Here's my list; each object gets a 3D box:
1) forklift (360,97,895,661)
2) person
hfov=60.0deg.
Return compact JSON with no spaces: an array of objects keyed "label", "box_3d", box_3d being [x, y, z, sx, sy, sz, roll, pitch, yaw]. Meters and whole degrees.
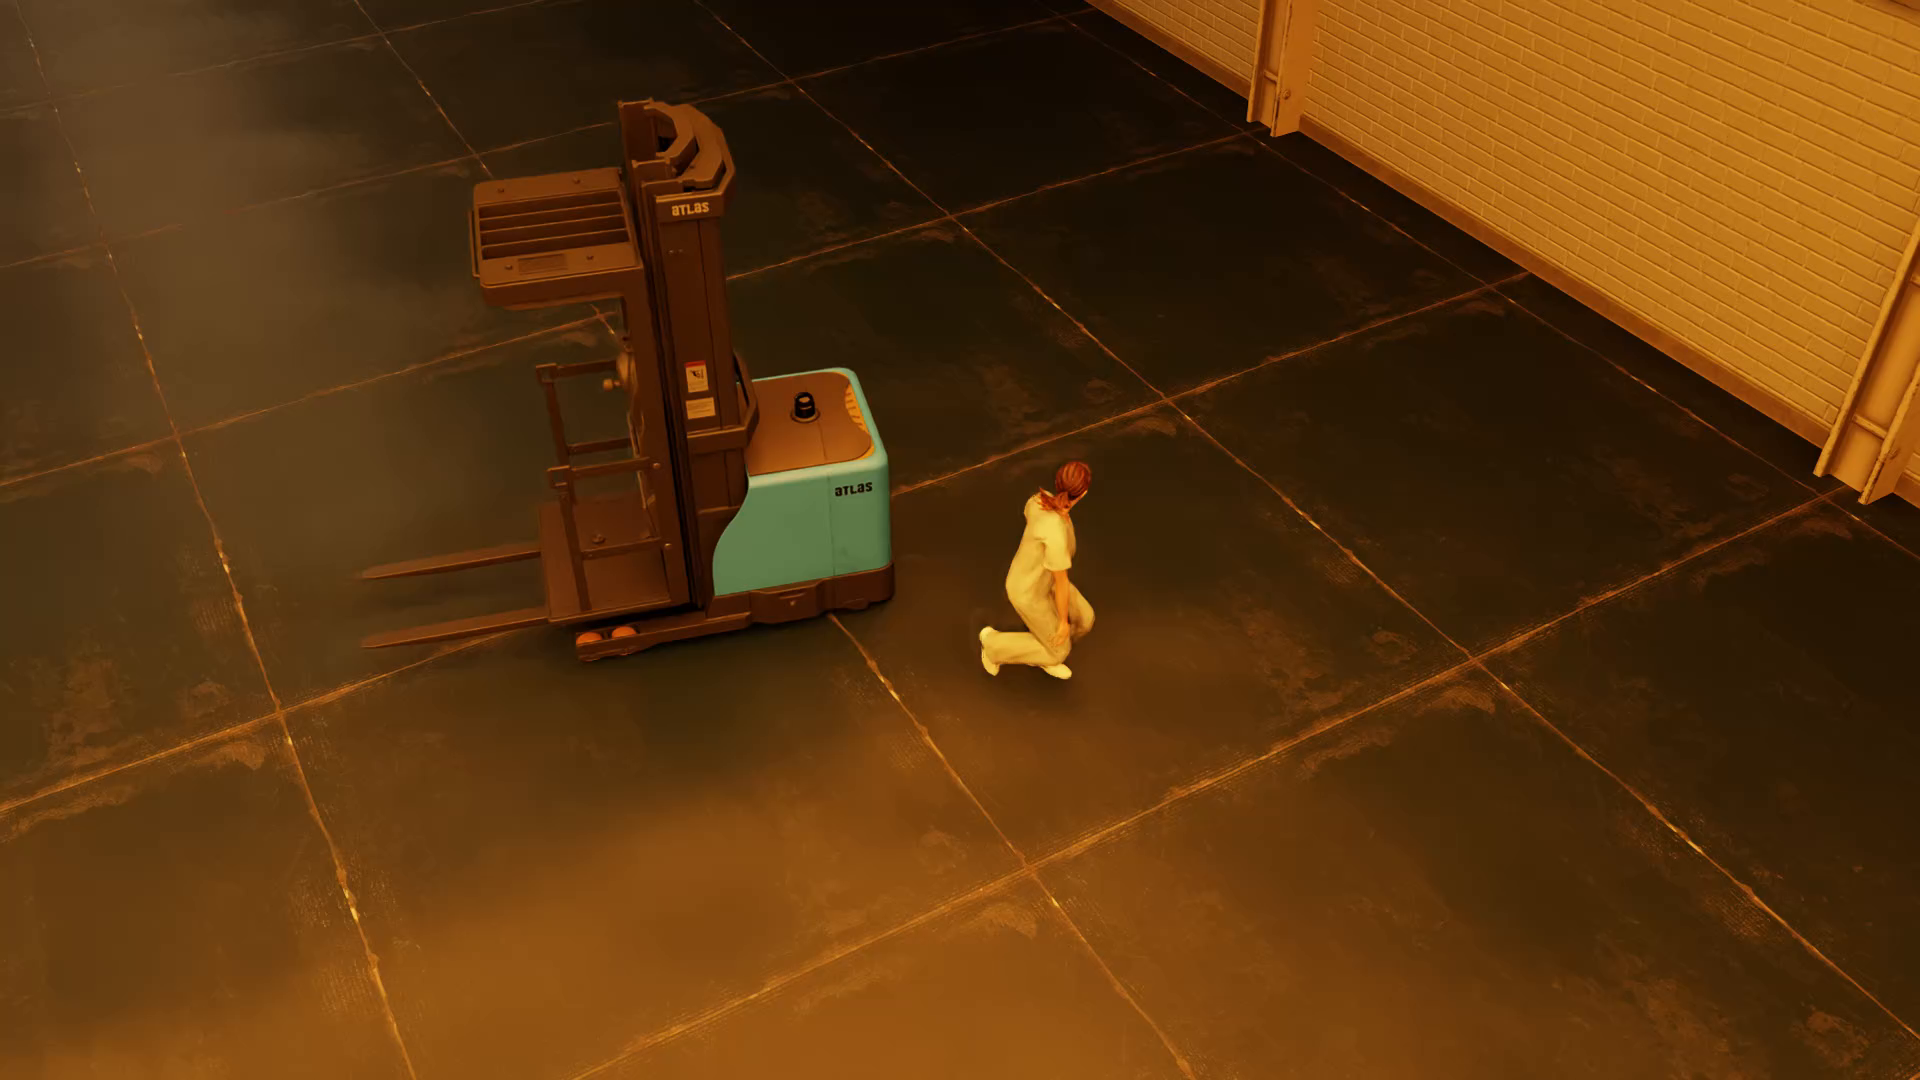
[{"label":"forklift","box_3d":[-1.960,-0.810,9.013,3.031,2.935,1.130,-10,41,-11]},{"label":"person","box_3d":[0.423,0.199,8.963,0.631,1.472,0.722,7,40,8]}]
